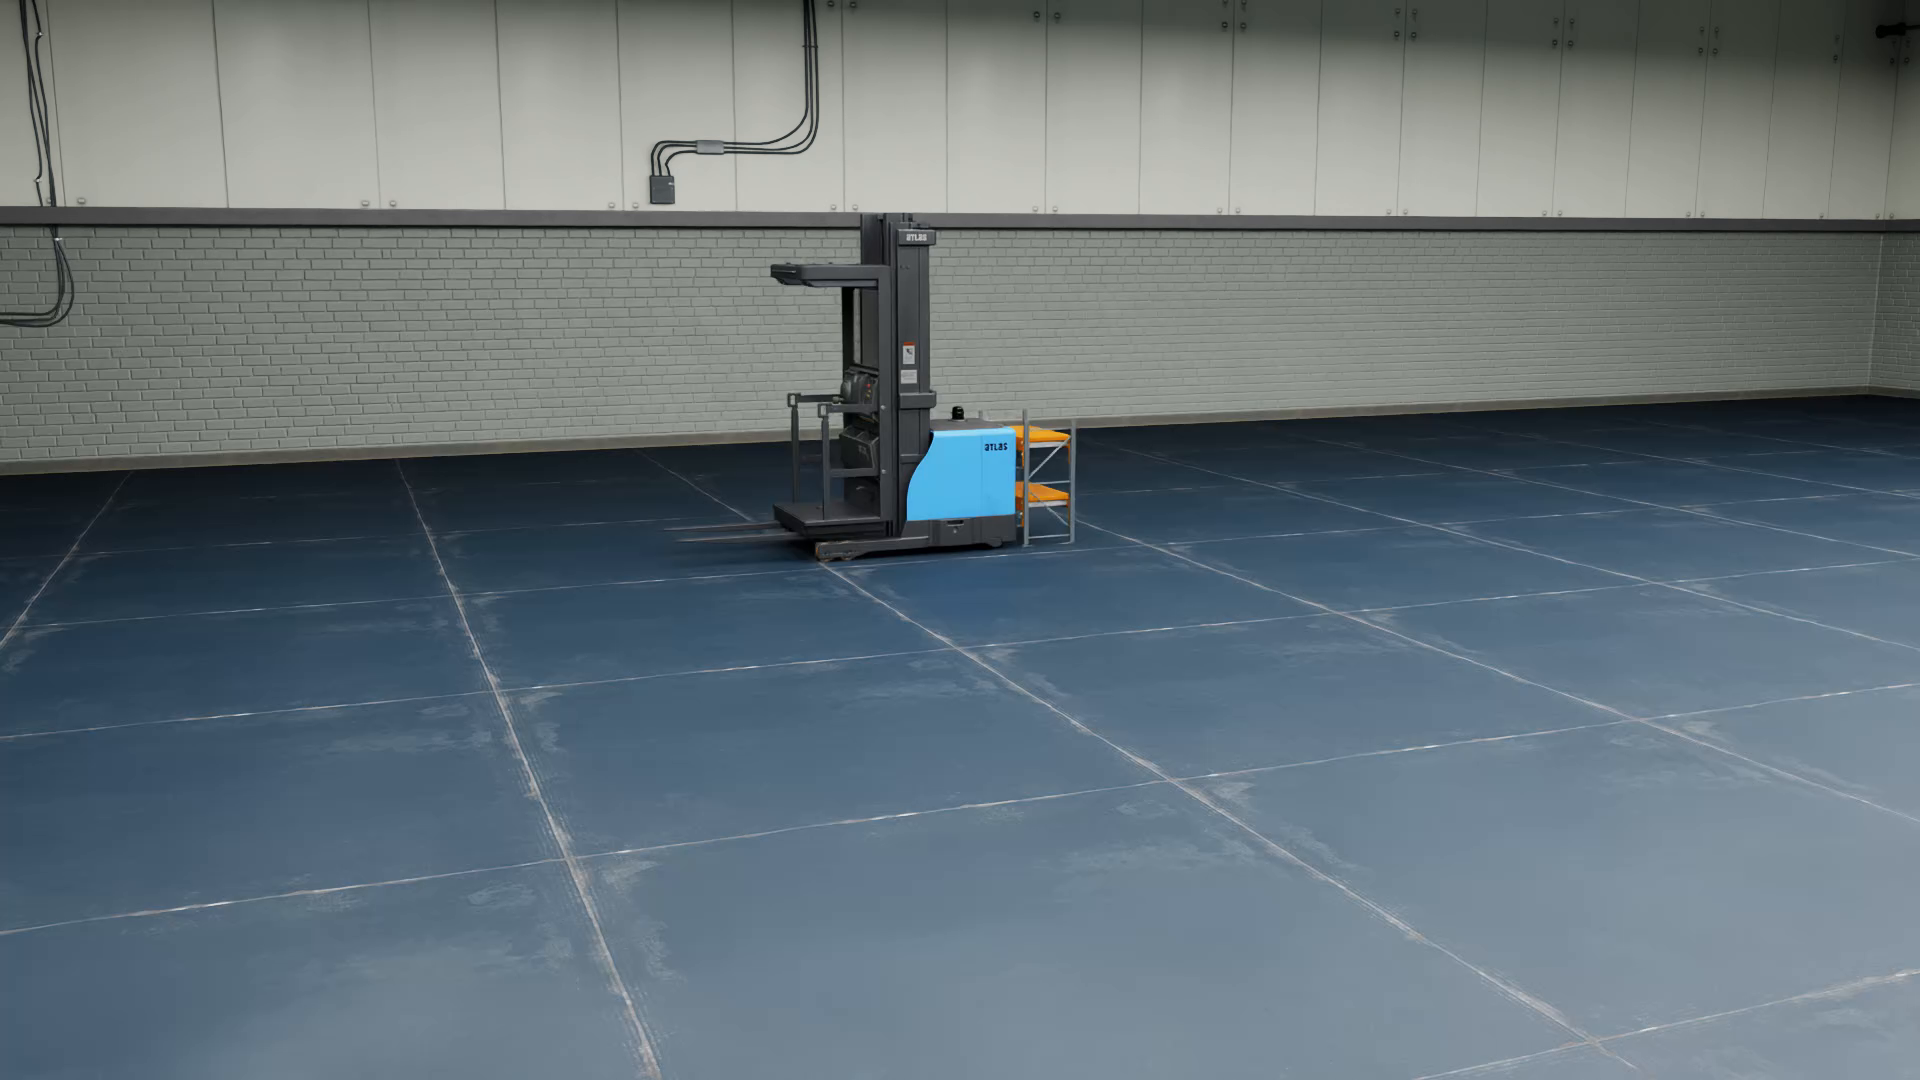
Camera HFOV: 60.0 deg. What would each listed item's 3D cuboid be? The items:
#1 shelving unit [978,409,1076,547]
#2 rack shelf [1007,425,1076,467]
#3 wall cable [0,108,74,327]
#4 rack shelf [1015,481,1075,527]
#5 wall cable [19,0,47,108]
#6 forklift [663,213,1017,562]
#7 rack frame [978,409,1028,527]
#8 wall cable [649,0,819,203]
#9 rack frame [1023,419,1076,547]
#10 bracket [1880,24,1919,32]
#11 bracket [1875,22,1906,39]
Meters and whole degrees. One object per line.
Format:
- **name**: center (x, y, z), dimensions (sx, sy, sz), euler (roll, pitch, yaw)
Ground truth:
- **shelving unit**: center (0.603, -0.593, 15.371), dimensions (0.538, 1.125, 1.048), euler (-4, 11, -22)
- **rack shelf**: center (0.603, -0.881, 15.320), dimensions (0.538, 0.278, 1.000), euler (-4, 11, -22)
- **wall cable**: center (-11.803, -3.617, 18.756), dimensions (3.097, 2.526, 0.112), euler (-4, 11, -21)
- **rack shelf**: center (0.603, -0.352, 15.414), dimensions (0.538, 0.278, 1.000), euler (-4, 11, -22)
- **wall cable**: center (-9.282, -6.275, 19.279), dimensions (3.097, 2.526, 0.112), euler (-4, 11, -21)
- **forklift**: center (-1.064, -1.360, 14.526), dimensions (3.031, 2.935, 1.130), euler (-4, 11, -20)
- **rack frame**: center (0.406, -0.675, 15.833), dimensions (0.500, 1.125, 0.032), euler (-4, 11, -22)
- **wall cable**: center (-2.949, -7.420, 21.558), dimensions (2.305, 6.003, 0.169), euler (-4, 11, -21)
- **rack frame**: center (0.799, -0.511, 14.909), dimensions (0.500, 1.125, 0.032), euler (-4, 11, -22)
- **bracket**: center (16.265, -8.688, 28.119), dimensions (0.076, 0.066, 3.189), euler (-4, 11, -21)
- **bracket**: center (16.051, -8.784, 28.661), dimensions (0.235, 0.232, 0.430), euler (-4, 11, -21)
